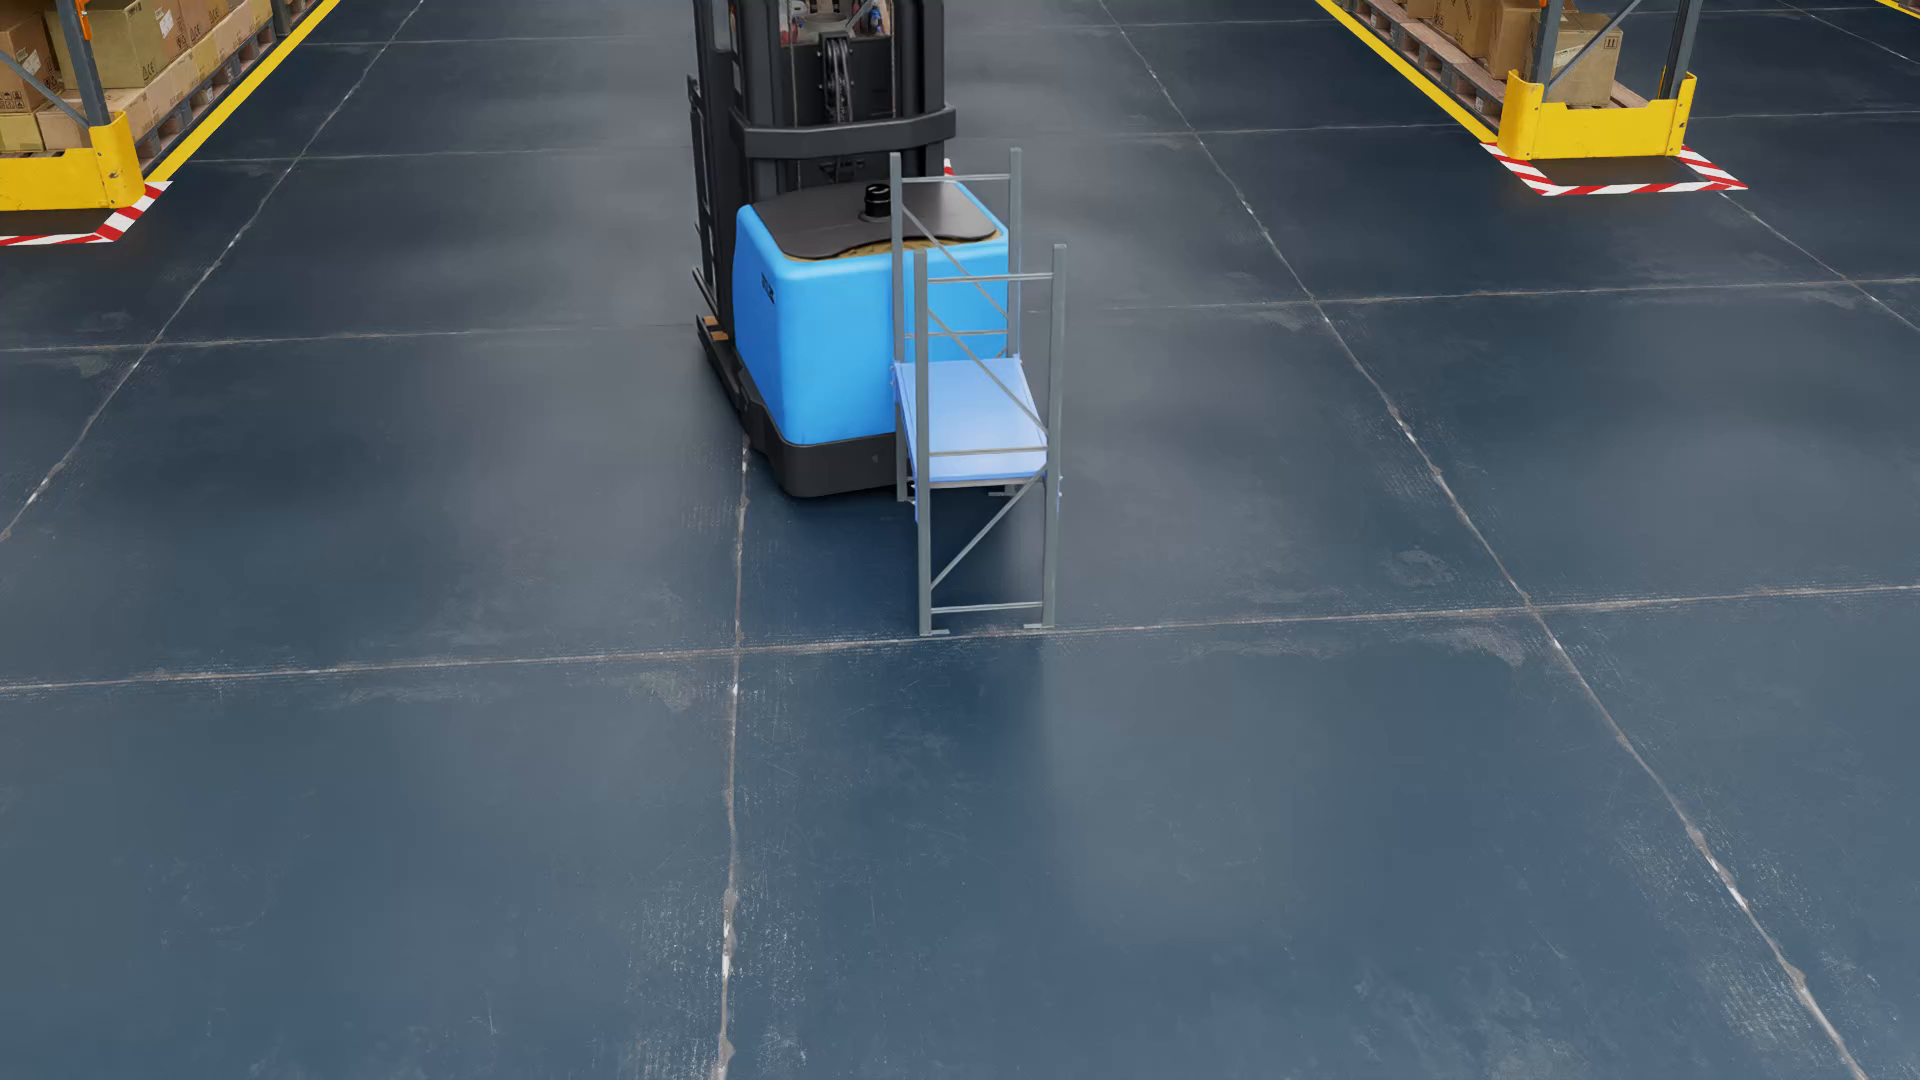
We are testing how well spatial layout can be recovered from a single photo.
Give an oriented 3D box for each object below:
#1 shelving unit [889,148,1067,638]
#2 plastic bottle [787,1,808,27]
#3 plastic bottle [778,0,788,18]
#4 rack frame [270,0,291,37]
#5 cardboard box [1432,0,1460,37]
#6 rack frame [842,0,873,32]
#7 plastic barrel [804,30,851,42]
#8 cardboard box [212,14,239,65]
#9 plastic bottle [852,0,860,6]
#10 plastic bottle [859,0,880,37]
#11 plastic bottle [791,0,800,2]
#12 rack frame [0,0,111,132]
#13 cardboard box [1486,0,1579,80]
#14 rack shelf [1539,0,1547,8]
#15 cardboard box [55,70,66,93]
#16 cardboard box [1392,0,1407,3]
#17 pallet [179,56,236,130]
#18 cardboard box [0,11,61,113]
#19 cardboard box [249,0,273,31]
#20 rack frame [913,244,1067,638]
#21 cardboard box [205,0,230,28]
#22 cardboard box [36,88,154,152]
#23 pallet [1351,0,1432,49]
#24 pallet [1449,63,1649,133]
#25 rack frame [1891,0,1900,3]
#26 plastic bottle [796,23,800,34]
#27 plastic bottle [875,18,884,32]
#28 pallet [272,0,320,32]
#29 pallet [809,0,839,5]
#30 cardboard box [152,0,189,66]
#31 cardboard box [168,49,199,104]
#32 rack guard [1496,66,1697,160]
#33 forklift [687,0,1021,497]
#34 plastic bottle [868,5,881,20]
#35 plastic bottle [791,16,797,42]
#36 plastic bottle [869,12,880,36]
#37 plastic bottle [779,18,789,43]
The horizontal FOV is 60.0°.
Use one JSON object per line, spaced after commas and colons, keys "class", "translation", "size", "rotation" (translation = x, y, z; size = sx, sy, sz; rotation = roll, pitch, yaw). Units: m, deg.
{"class": "shelving unit", "translation": [0.041, -0.565, 6.233], "size": [0.538, 1.500, 1.048], "rotation": [-3, 31, -6]}
{"class": "plastic bottle", "translation": [-1.236, -3.959, 12.680], "size": [0.152, 0.276, 0.135], "rotation": [-3, 31, -5]}
{"class": "plastic bottle", "translation": [-1.363, -3.876, 12.468], "size": [0.144, 0.351, 0.185], "rotation": [-2, 31, -3]}
{"class": "rack frame", "translation": [-6.032, -5.429, 12.915], "size": [1.000, 3.000, 0.127], "rotation": [-3, 31, -5]}
{"class": "cardboard box", "translation": [4.026, -4.198, 12.881], "size": [0.500, 0.500, 0.500], "rotation": [-5, 31, -9]}
{"class": "rack frame", "translation": [-0.727, -3.623, 9.890], "size": [1.000, 3.000, 0.127], "rotation": [-3, 31, -5]}
{"class": "plastic barrel", "translation": [-0.864, -3.067, 10.977], "size": [0.421, 0.512, 0.421], "rotation": [0, 31, 0]}
{"class": "cardboard box", "translation": [-5.673, -3.693, 12.279], "size": [0.500, 0.250, 0.500], "rotation": [-3, 31, -5]}
{"class": "plastic bottle", "translation": [-0.805, -4.092, 12.895], "size": [0.061, 0.283, 0.133], "rotation": [-3, 31, -5]}
{"class": "plastic bottle", "translation": [-0.694, -4.023, 12.788], "size": [0.152, 0.276, 0.135], "rotation": [-2, 31, -4]}
{"class": "plastic bottle", "translation": [-1.304, -4.182, 13.058], "size": [0.097, 0.271, 0.097], "rotation": [0, 31, 0]}
{"class": "rack frame", "translation": [-5.659, -3.387, 9.496], "size": [1.000, 3.000, 0.127], "rotation": [-3, 31, -5]}
{"class": "cardboard box", "translation": [4.073, -3.590, 11.864], "size": [0.500, 0.500, 0.500], "rotation": [5, 31, 8]}
{"class": "rack shelf", "translation": [4.018, -4.572, 12.181], "size": [1.077, 0.370, 4.000], "rotation": [-3, 31, -5]}
{"class": "cardboard box", "translation": [-6.062, -2.901, 10.954], "size": [0.500, 0.250, 0.500], "rotation": [-3, 31, -5]}
{"class": "cardboard box", "translation": [3.828, -4.803, 13.894], "size": [0.500, 0.500, 0.500], "rotation": [-4, 31, -6]}
{"class": "pallet", "translation": [-5.883, -3.200, 11.901], "size": [1.003, 0.211, 1.213], "rotation": [-3, 31, -5]}
{"class": "cardboard box", "translation": [-6.005, -2.969, 10.335], "size": [0.500, 0.500, 0.500], "rotation": [-3, 31, -5]}
{"class": "cardboard box", "translation": [-5.772, -4.203, 13.133], "size": [0.500, 0.250, 0.500], "rotation": [-3, 31, -5]}
{"class": "rack frame", "translation": [0.099, -0.306, 5.800], "size": [0.500, 1.500, 0.032], "rotation": [-3, 31, -6]}
{"class": "cardboard box", "translation": [-5.686, -4.014, 12.086], "size": [0.500, 0.500, 0.500], "rotation": [-3, 31, -5]}
{"class": "cardboard box", "translation": [-5.487, -2.672, 10.569], "size": [0.500, 0.250, 0.500], "rotation": [-3, 31, -5]}
{"class": "pallet", "translation": [3.929, -4.364, 13.850], "size": [1.003, 0.211, 1.213], "rotation": [-3, 31, -5]}
{"class": "pallet", "translation": [4.157, -3.118, 11.764], "size": [1.003, 0.211, 1.213], "rotation": [-3, 31, -5]}
{"class": "rack frame", "translation": [8.779, -6.088, 14.018], "size": [1.000, 3.000, 0.127], "rotation": [-3, 31, -5]}
{"class": "plastic bottle", "translation": [-1.221, -3.743, 12.391], "size": [0.097, 0.201, 0.097], "rotation": [0, 31, 0]}
{"class": "plastic bottle", "translation": [-0.589, -3.702, 12.243], "size": [0.061, 0.283, 0.133], "rotation": [-2, 31, -4]}
{"class": "pallet", "translation": [-6.140, -4.607, 14.256], "size": [1.003, 0.211, 1.213], "rotation": [-3, 31, -5]}
{"class": "pallet", "translation": [-1.212, -4.867, 14.692], "size": [1.003, 0.211, 1.213], "rotation": [-3, 31, -5]}
{"class": "cardboard box", "translation": [-5.595, -3.503, 11.231], "size": [0.500, 0.500, 0.500], "rotation": [-3, 31, -5]}
{"class": "cardboard box", "translation": [-5.584, -3.182, 11.424], "size": [0.500, 0.250, 0.500], "rotation": [-3, 31, -5]}
{"class": "rack guard", "translation": [4.198, -2.826, 10.993], "size": [1.175, 0.500, 0.348], "rotation": [-3, 31, -5]}
{"class": "forklift", "translation": [-0.684, -2.180, 7.541], "size": [1.130, 2.935, 3.031], "rotation": [-10, 32, -16]}
{"class": "plastic bottle", "translation": [-0.646, -3.910, 12.603], "size": [0.097, 0.271, 0.097], "rotation": [0, 31, 0]}
{"class": "plastic bottle", "translation": [-1.225, -3.697, 12.235], "size": [0.061, 0.283, 0.133], "rotation": [-3, 31, -5]}
{"class": "plastic bottle", "translation": [-0.627, -3.807, 12.430], "size": [0.097, 0.271, 0.097], "rotation": [0, 31, 0]}
{"class": "plastic bottle", "translation": [-1.331, -3.689, 12.228], "size": [0.152, 0.276, 0.135], "rotation": [-3, 31, -4]}
